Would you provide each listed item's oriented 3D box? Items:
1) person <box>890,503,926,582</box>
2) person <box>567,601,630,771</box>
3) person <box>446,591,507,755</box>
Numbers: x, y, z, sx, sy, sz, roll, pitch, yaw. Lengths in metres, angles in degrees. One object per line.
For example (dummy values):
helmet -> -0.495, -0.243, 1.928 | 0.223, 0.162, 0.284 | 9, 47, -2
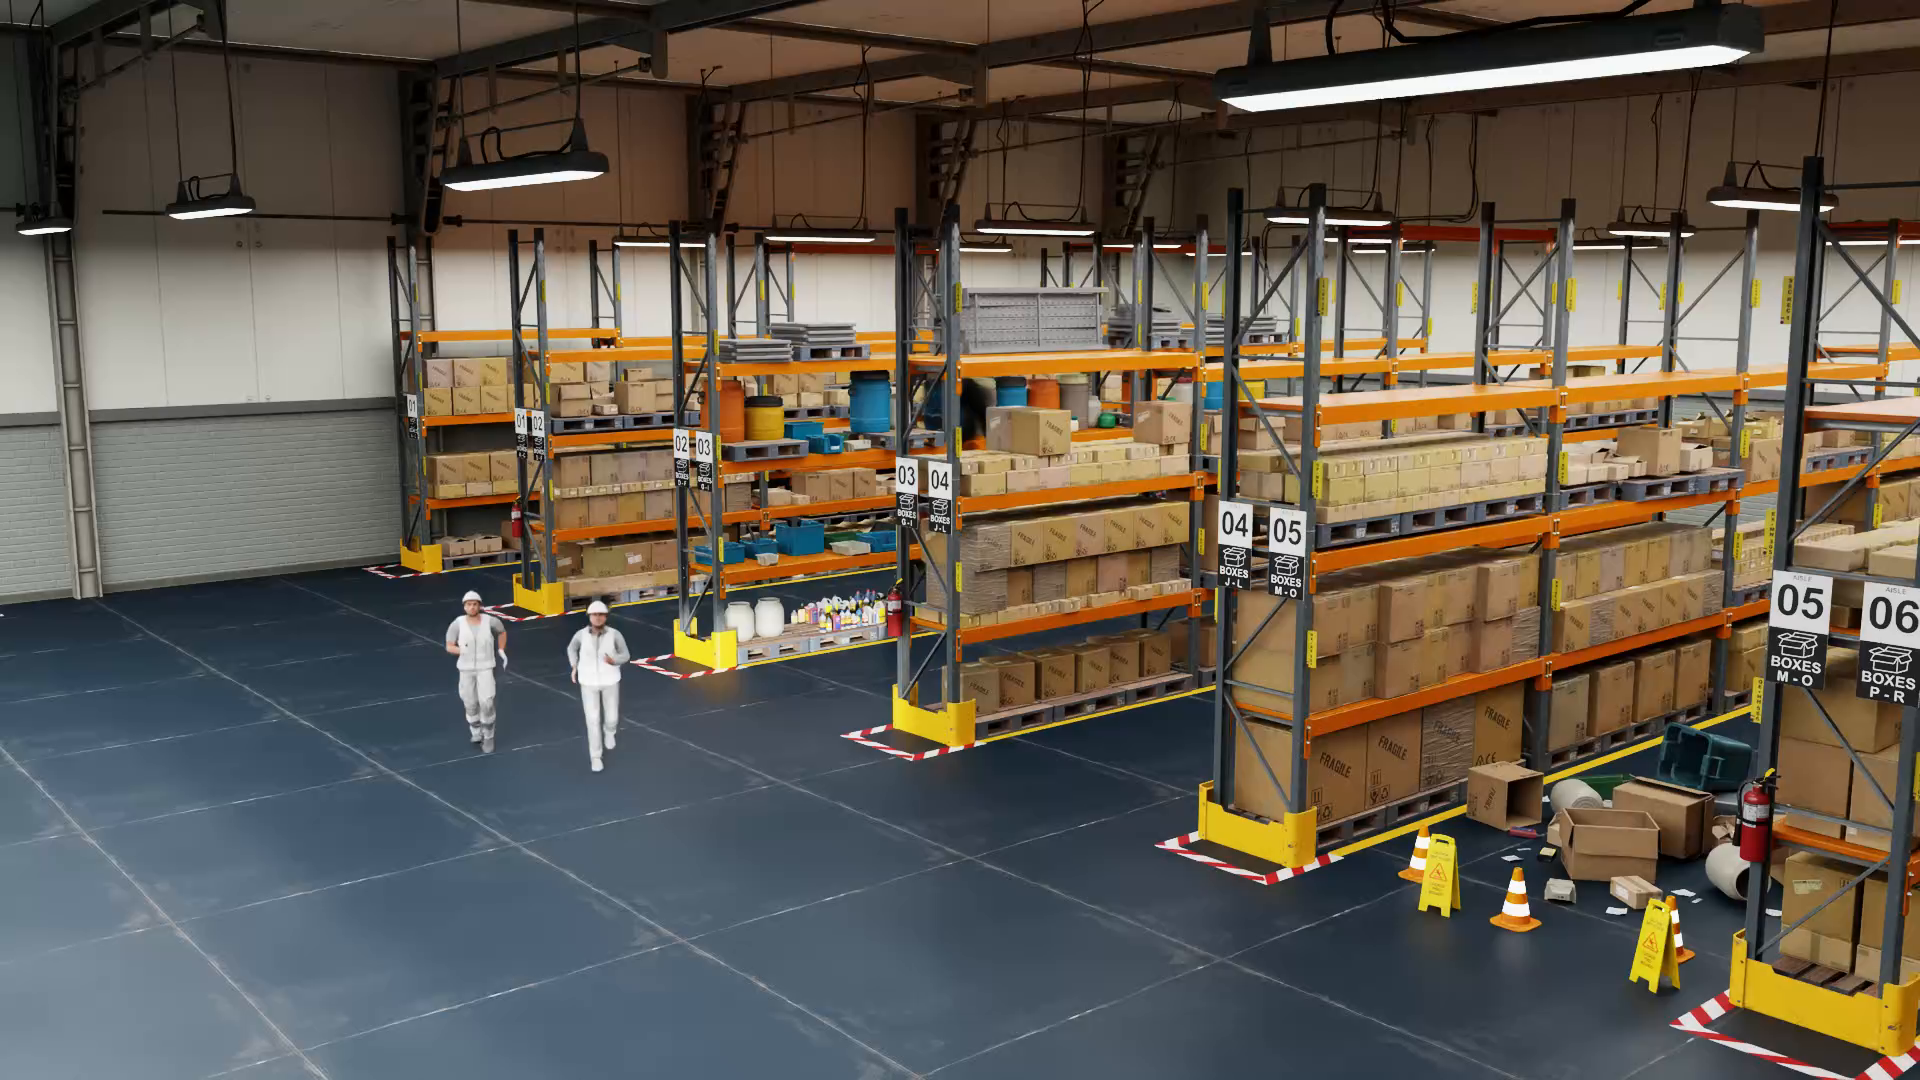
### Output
person -> -0.816, -0.170, 27.237 | 0.566, 1.755, 0.702 | -7, 11, -37
person -> -3.923, 1.528, 17.939 | 0.591, 1.749, 0.969 | -2, 9, -13
person -> -5.346, 1.469, 18.417 | 0.640, 1.824, 0.743 | -2, 9, -11
